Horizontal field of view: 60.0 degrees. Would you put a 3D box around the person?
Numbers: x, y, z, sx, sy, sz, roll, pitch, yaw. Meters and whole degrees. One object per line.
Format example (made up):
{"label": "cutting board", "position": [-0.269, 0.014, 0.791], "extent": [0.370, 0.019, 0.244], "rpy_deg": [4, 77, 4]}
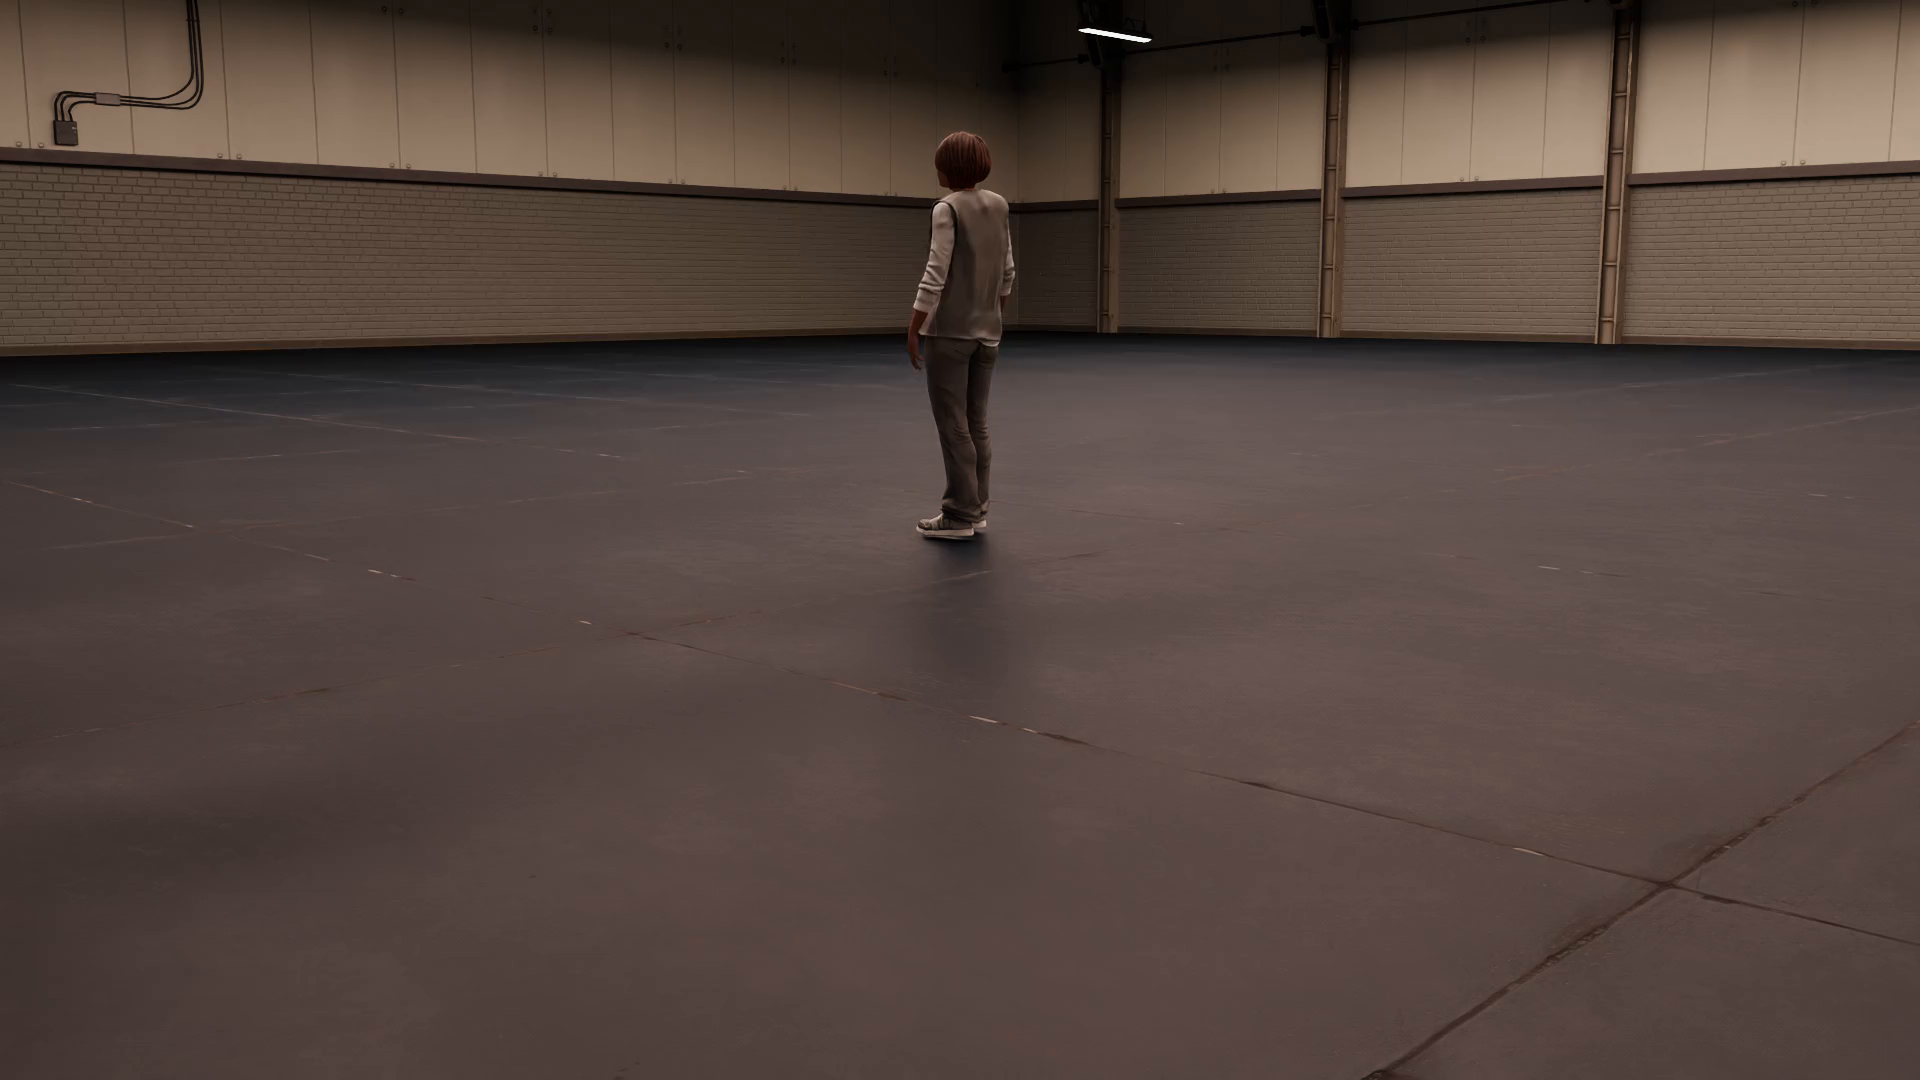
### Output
{"label": "person", "position": [-0.044, -0.799, 6.660], "extent": [0.473, 1.585, 0.520], "rpy_deg": [8, 12, 43]}
